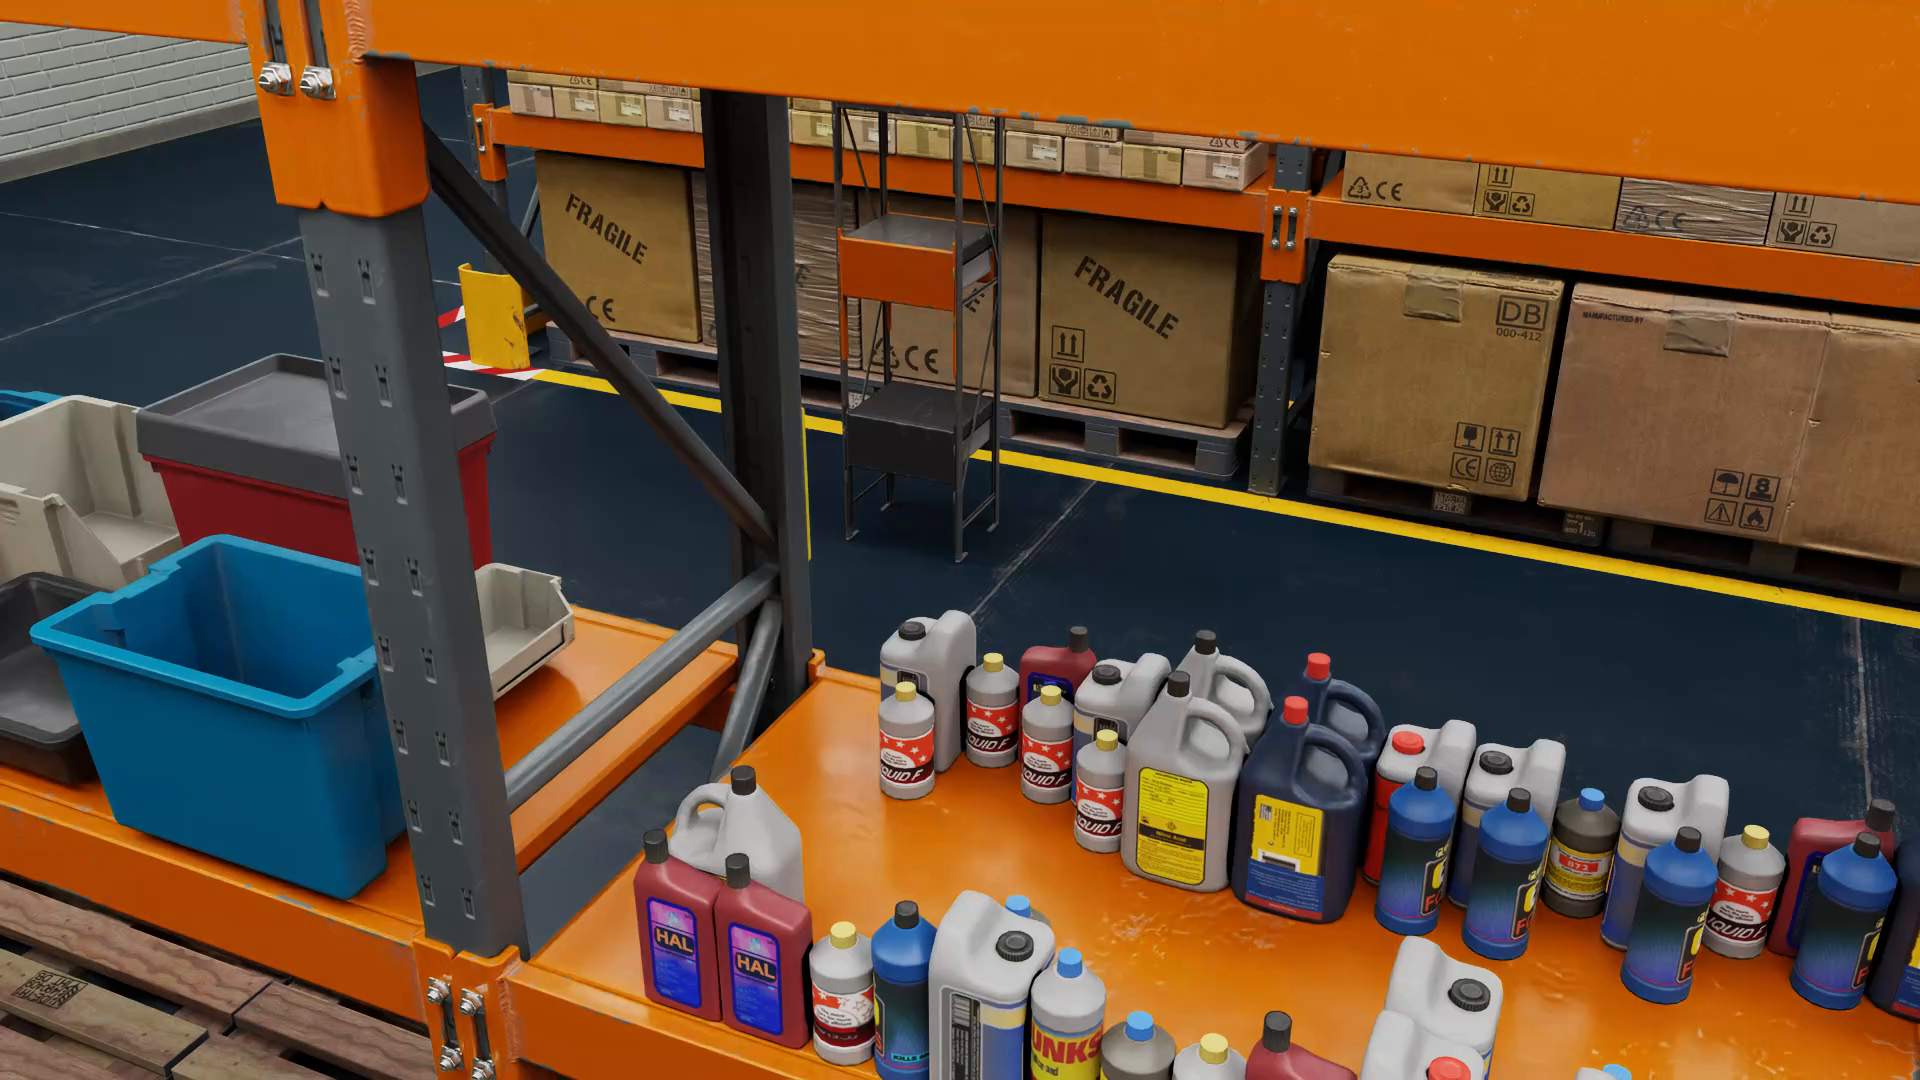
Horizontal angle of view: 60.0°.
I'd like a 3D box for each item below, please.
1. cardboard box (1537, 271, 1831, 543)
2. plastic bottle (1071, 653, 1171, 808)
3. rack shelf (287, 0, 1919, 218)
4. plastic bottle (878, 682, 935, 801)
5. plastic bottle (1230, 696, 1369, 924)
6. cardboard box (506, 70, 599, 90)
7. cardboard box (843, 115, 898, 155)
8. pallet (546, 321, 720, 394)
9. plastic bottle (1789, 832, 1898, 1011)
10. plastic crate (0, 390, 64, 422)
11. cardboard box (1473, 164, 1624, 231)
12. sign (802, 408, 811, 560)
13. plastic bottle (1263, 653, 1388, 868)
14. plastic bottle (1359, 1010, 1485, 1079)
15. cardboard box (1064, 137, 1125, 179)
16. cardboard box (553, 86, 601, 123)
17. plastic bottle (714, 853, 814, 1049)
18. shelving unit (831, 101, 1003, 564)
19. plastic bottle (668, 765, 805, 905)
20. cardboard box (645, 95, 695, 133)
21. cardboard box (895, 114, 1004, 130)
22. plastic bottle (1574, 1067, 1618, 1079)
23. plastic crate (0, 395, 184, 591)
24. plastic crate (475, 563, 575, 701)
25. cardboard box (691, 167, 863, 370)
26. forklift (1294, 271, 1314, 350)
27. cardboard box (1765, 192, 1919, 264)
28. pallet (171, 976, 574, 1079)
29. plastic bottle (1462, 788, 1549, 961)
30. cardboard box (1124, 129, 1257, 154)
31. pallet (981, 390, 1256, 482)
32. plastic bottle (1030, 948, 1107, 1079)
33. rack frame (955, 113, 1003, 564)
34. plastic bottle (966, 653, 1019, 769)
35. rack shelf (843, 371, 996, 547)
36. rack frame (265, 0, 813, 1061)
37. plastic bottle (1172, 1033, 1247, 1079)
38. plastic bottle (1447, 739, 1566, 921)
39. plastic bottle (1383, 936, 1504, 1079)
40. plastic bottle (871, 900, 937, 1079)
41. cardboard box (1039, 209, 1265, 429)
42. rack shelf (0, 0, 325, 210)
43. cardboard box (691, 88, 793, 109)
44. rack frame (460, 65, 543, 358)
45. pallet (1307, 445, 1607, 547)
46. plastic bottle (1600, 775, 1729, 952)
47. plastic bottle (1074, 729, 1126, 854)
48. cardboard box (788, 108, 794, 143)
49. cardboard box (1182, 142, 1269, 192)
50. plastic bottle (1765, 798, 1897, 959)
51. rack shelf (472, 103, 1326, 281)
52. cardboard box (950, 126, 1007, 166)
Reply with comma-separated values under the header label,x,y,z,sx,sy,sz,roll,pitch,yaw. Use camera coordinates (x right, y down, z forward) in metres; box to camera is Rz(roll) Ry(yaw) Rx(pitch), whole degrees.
label,x,y,z,sx,sy,sz,roll,pitch,yaw
cardboard box,2.904,-0.698,6.702,0.875,0.875,1.225,10,28,20
plastic bottle,0.274,0.321,2.843,0.135,0.276,0.152,11,28,22
rack shelf,1.270,-0.401,1.587,4.000,0.370,1.077,11,28,22
plastic bottle,-0.093,0.341,2.886,0.097,0.201,0.097,0,26,0
plastic bottle,0.530,0.407,2.584,0.185,0.351,0.144,11,28,22
cardboard box,-1.817,-2.336,7.933,0.500,0.250,0.500,11,28,20
cardboard box,-0.315,-1.828,7.352,0.250,0.149,0.380,12,29,23
pallet,-1.381,-1.101,8.747,1.213,0.211,1.003,11,28,22
plastic bottle,1.280,0.541,2.400,0.097,0.271,0.097,0,26,0
plastic crate,-2.216,-0.154,3.789,0.300,0.233,0.416,11,28,22
cardboard box,2.273,-1.504,6.295,0.500,0.500,0.500,11,28,22
sign,-0.321,-0.089,3.221,0.005,0.325,0.100,11,28,22
plastic bottle,0.590,0.349,2.701,0.185,0.351,0.144,11,28,22
plastic bottle,0.556,0.719,2.034,0.135,0.276,0.152,11,28,22
cardboard box,0.618,-1.640,6.970,0.250,0.149,0.380,11,28,21
cardboard box,-1.721,-2.110,7.924,0.250,0.149,0.380,11,28,21
plastic bottle,-0.272,0.572,2.325,0.133,0.283,0.061,11,28,22
shelving unit,-0.151,-0.972,6.348,0.503,2.100,0.431,11,28,22
plastic bottle,-0.328,0.481,2.434,0.185,0.351,0.144,11,28,22
cardboard box,-1.250,-2.016,7.733,0.250,0.149,0.380,11,28,21
cardboard box,0.052,-1.963,7.175,0.500,0.250,0.500,12,29,23
plastic bottle,0.767,0.762,1.948,0.135,0.276,0.152,11,28,22
plastic crate,-1.865,-0.071,3.564,0.530,0.282,0.437,11,28,22
plastic crate,-0.915,0.205,3.168,0.243,0.136,0.396,11,28,22
cardboard box,-0.698,-1.450,8.230,0.875,0.875,0.875,11,28,22
forklift,1.800,-2.530,8.570,3.031,2.935,1.130,10,28,19
cardboard box,3.201,-1.320,5.921,0.500,0.500,0.500,12,29,23
pallet,-1.236,1.389,3.691,1.213,0.211,1.003,11,28,22
plastic bottle,0.821,0.493,2.498,0.097,0.271,0.097,0,26,0
cardboard box,0.989,-1.777,6.795,0.500,0.250,0.500,11,28,21
pallet,0.840,-0.655,7.841,1.213,0.211,1.003,11,28,22
plastic bottle,0.140,0.651,2.177,0.097,0.271,0.097,0,26,0
rack frame,0.071,-0.928,6.257,0.015,2.100,0.400,11,28,22
plastic bottle,0.059,0.298,2.974,0.097,0.201,0.097,0,26,0
rack shelf,-0.151,-0.332,6.663,0.480,0.518,0.431,11,28,22
rack frame,-0.549,0.255,2.836,0.053,2.616,0.949,11,28,22
plastic bottle,0.317,0.718,2.121,0.097,0.201,0.097,0,26,0
plastic bottle,0.856,0.438,2.605,0.135,0.276,0.152,11,28,22
plastic bottle,0.619,0.658,2.158,0.135,0.276,0.152,11,28,22
plastic bottle,-0.071,0.609,2.264,0.097,0.271,0.097,0,26,0
cardboard box,0.932,-1.123,7.565,0.875,0.875,0.875,11,28,22
rack shelf,-2.371,-1.132,3.072,4.000,0.370,1.077,11,28,22
cardboard box,-0.885,-2.151,7.555,0.500,0.250,0.500,10,28,20
rack frame,-2.142,-2.467,8.364,0.127,3.000,1.000,11,28,22
pallet,2.233,-0.373,7.269,1.213,0.211,1.003,11,28,22
plastic bottle,1.067,0.480,2.519,0.135,0.276,0.152,11,28,22
plastic bottle,0.240,0.408,2.750,0.097,0.201,0.097,0,26,0
cardboard box,-0.784,-1.922,7.542,0.250,0.149,0.380,11,28,21
cardboard box,1.086,-1.546,6.780,0.250,0.149,0.380,12,28,22
plastic bottle,1.297,0.501,2.469,0.133,0.283,0.061,11,28,22
rack shelf,-0.321,-1.778,7.780,4.000,0.370,1.077,11,28,22
cardboard box,0.149,-1.734,7.161,0.250,0.149,0.380,12,29,23
